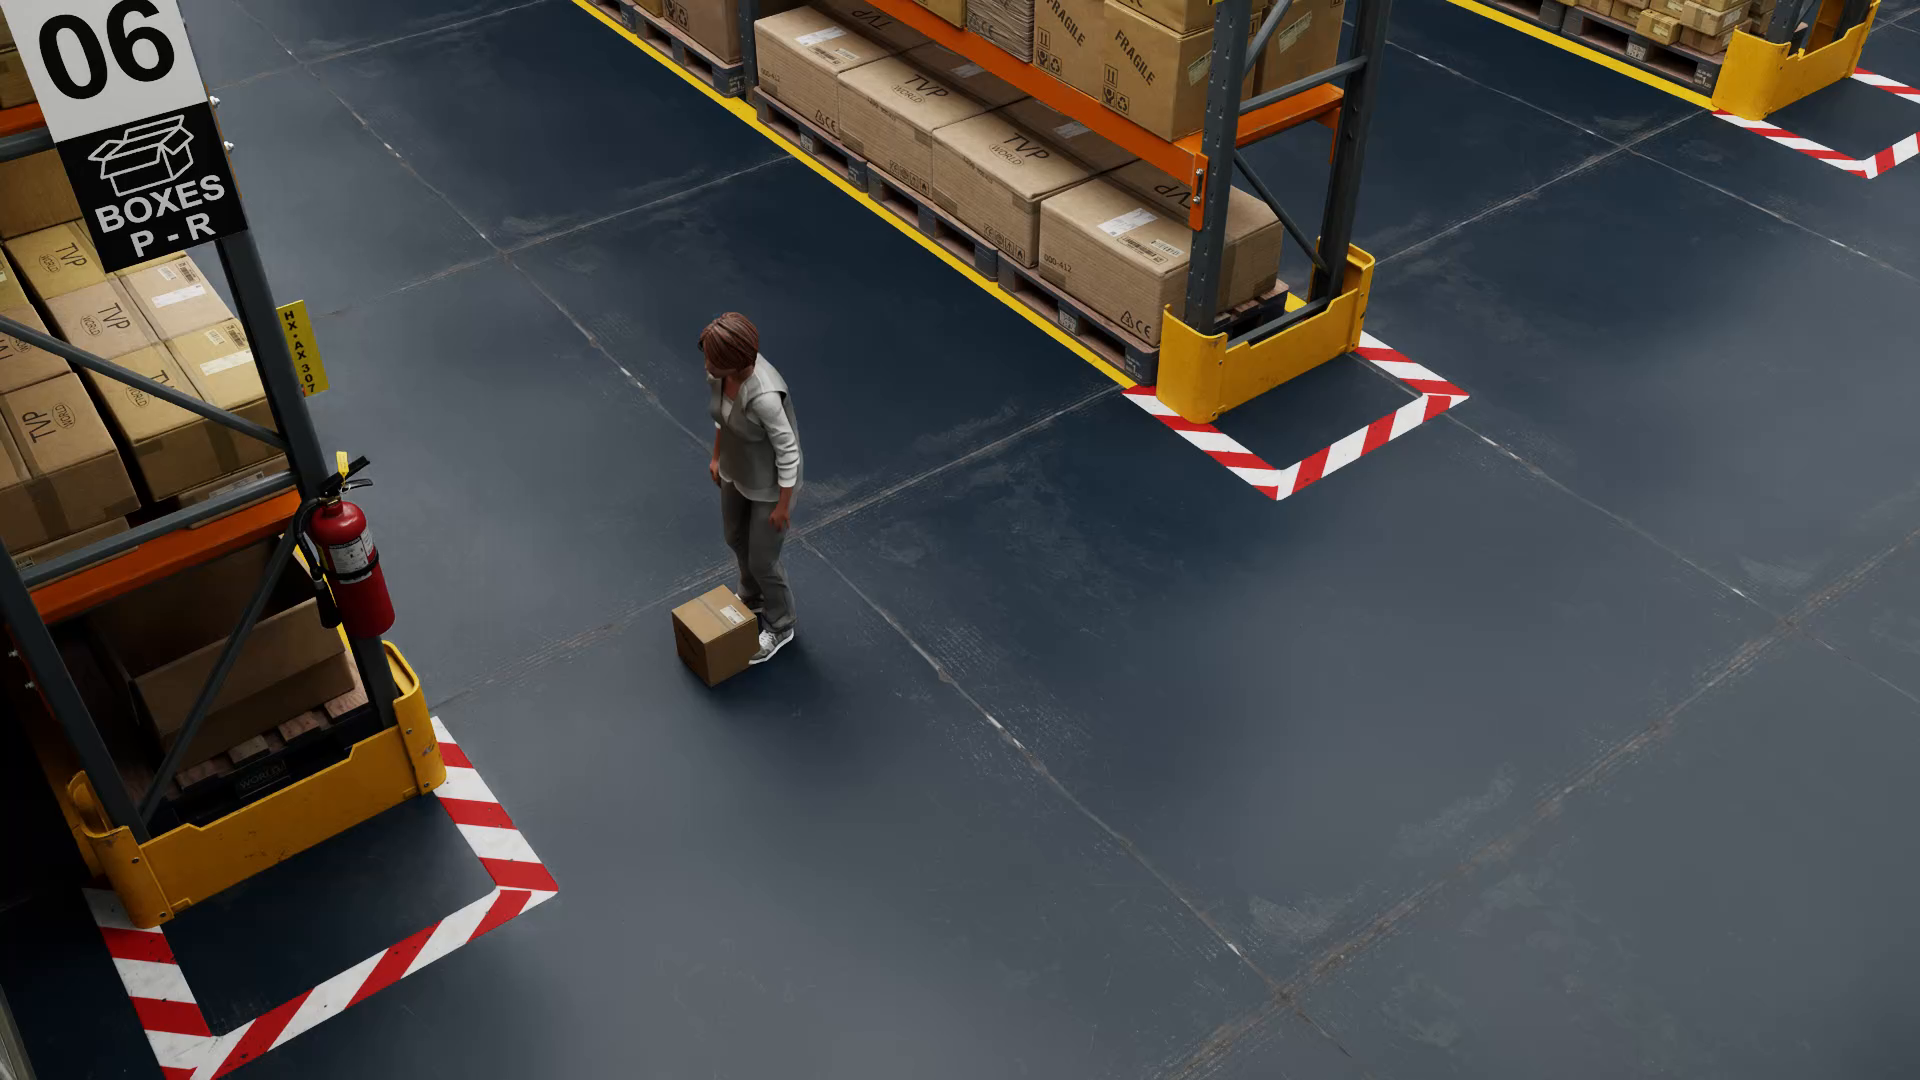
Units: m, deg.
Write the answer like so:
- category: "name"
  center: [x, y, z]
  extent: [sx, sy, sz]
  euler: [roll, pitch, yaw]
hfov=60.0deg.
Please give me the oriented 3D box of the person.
- category: "person"
  center: [-0.805, -0.214, 6.413]
  extent: [0.374, 1.593, 0.485]
  euler: [-29, 49, -30]
